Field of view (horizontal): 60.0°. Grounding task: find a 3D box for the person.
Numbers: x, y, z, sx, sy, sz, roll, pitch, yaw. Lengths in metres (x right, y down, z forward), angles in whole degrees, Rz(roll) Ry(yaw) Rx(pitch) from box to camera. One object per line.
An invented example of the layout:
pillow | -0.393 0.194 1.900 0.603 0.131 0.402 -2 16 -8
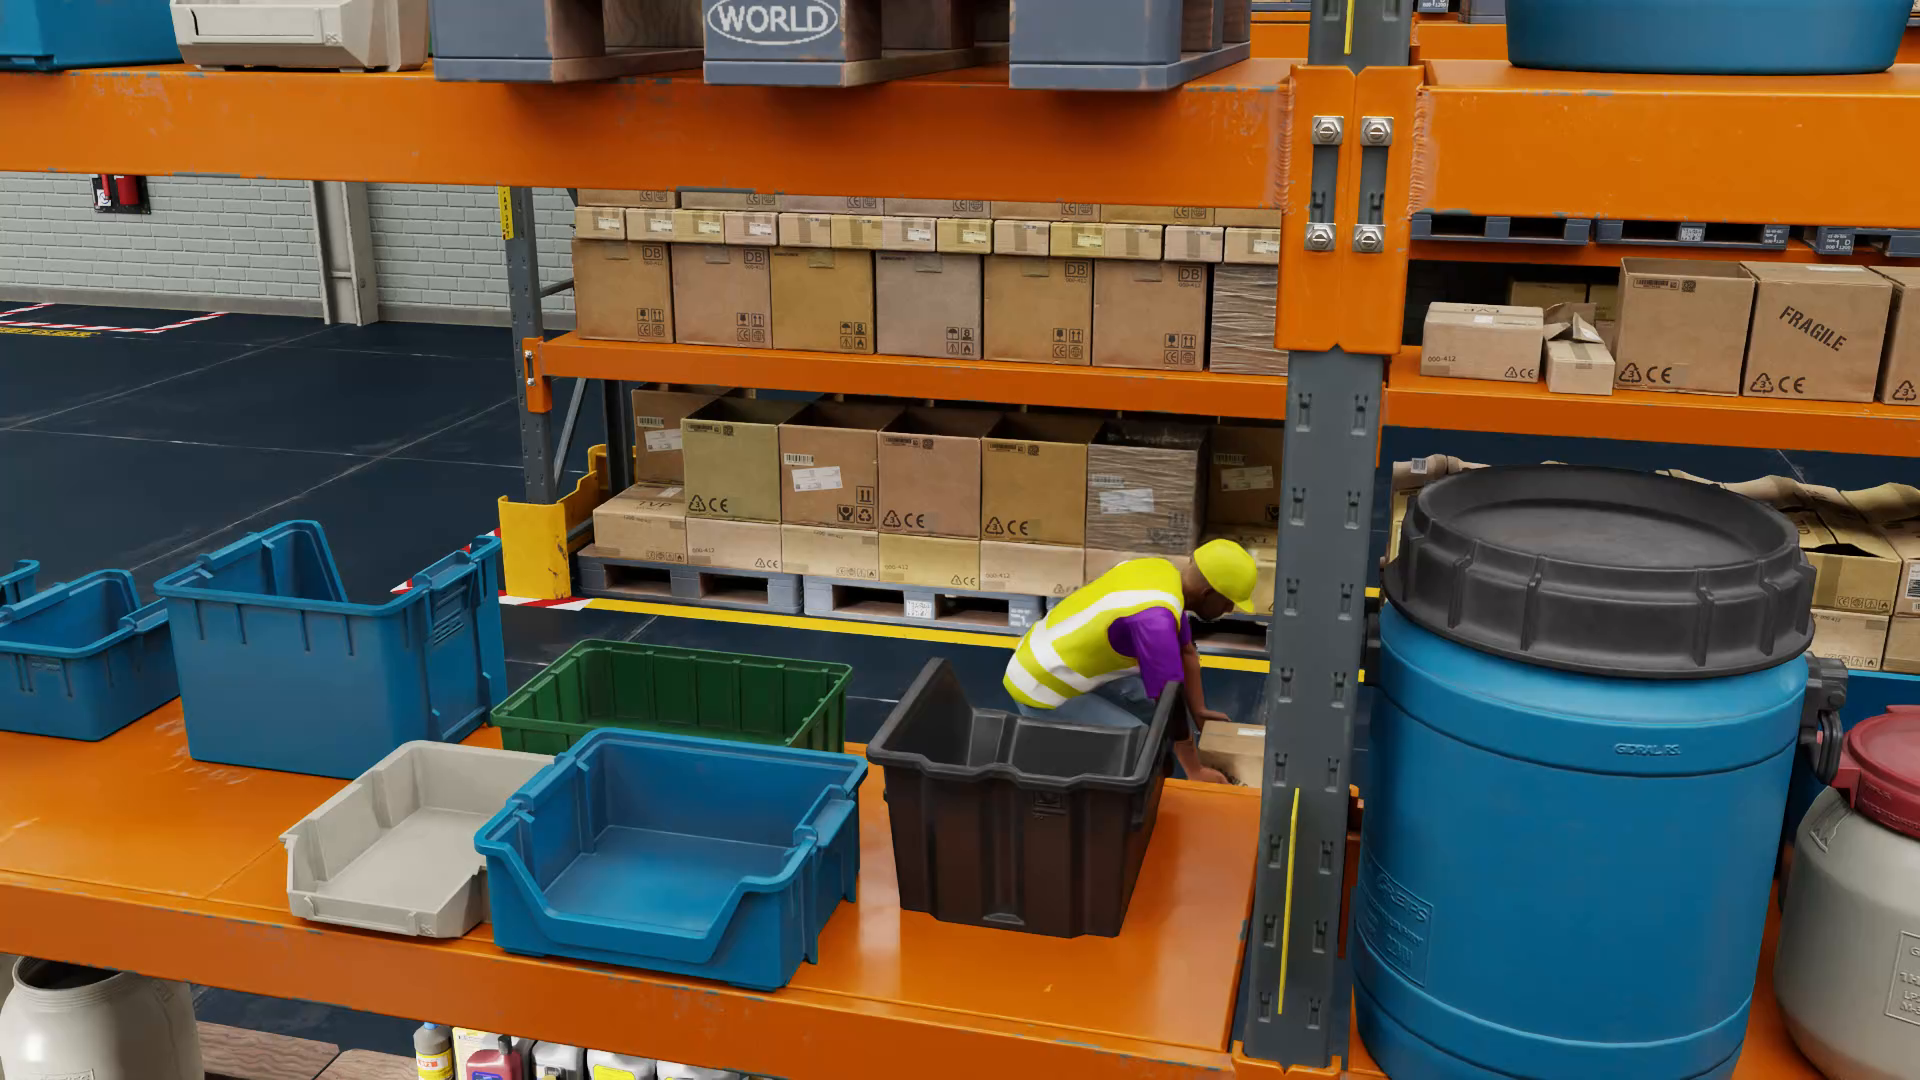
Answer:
person | 0.596 0.528 5.892 0.852 1.156 0.612 4 19 13
